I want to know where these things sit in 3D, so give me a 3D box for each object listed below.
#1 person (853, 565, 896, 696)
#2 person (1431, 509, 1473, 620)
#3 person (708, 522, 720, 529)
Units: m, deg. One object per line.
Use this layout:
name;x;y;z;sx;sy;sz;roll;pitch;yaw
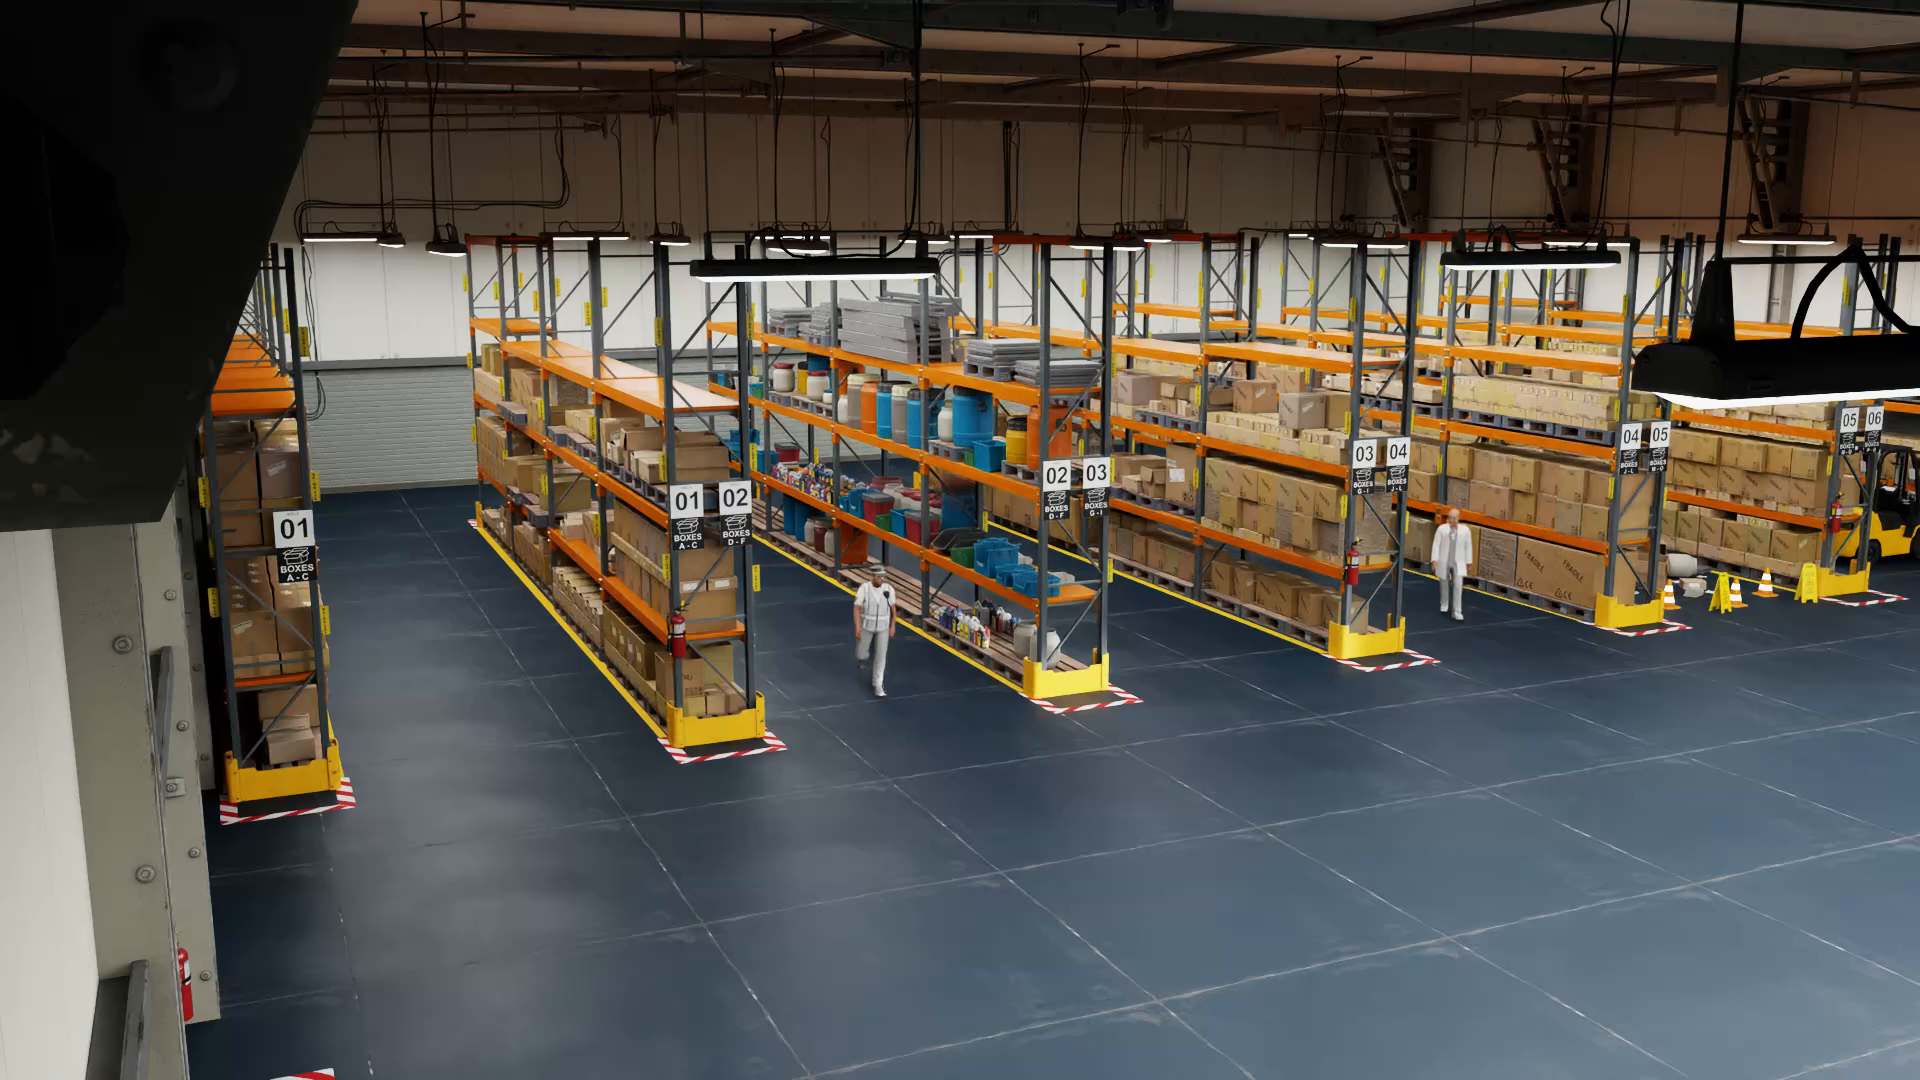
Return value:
person;-1.145;1.184;22.522;0.618;1.710;0.961;-3;11;-14
person;7.858;0.371;26.571;0.644;1.725;1.098;4;12;18
person;-4.628;-0.524;31.212;0.570;1.772;0.501;1;11;3
